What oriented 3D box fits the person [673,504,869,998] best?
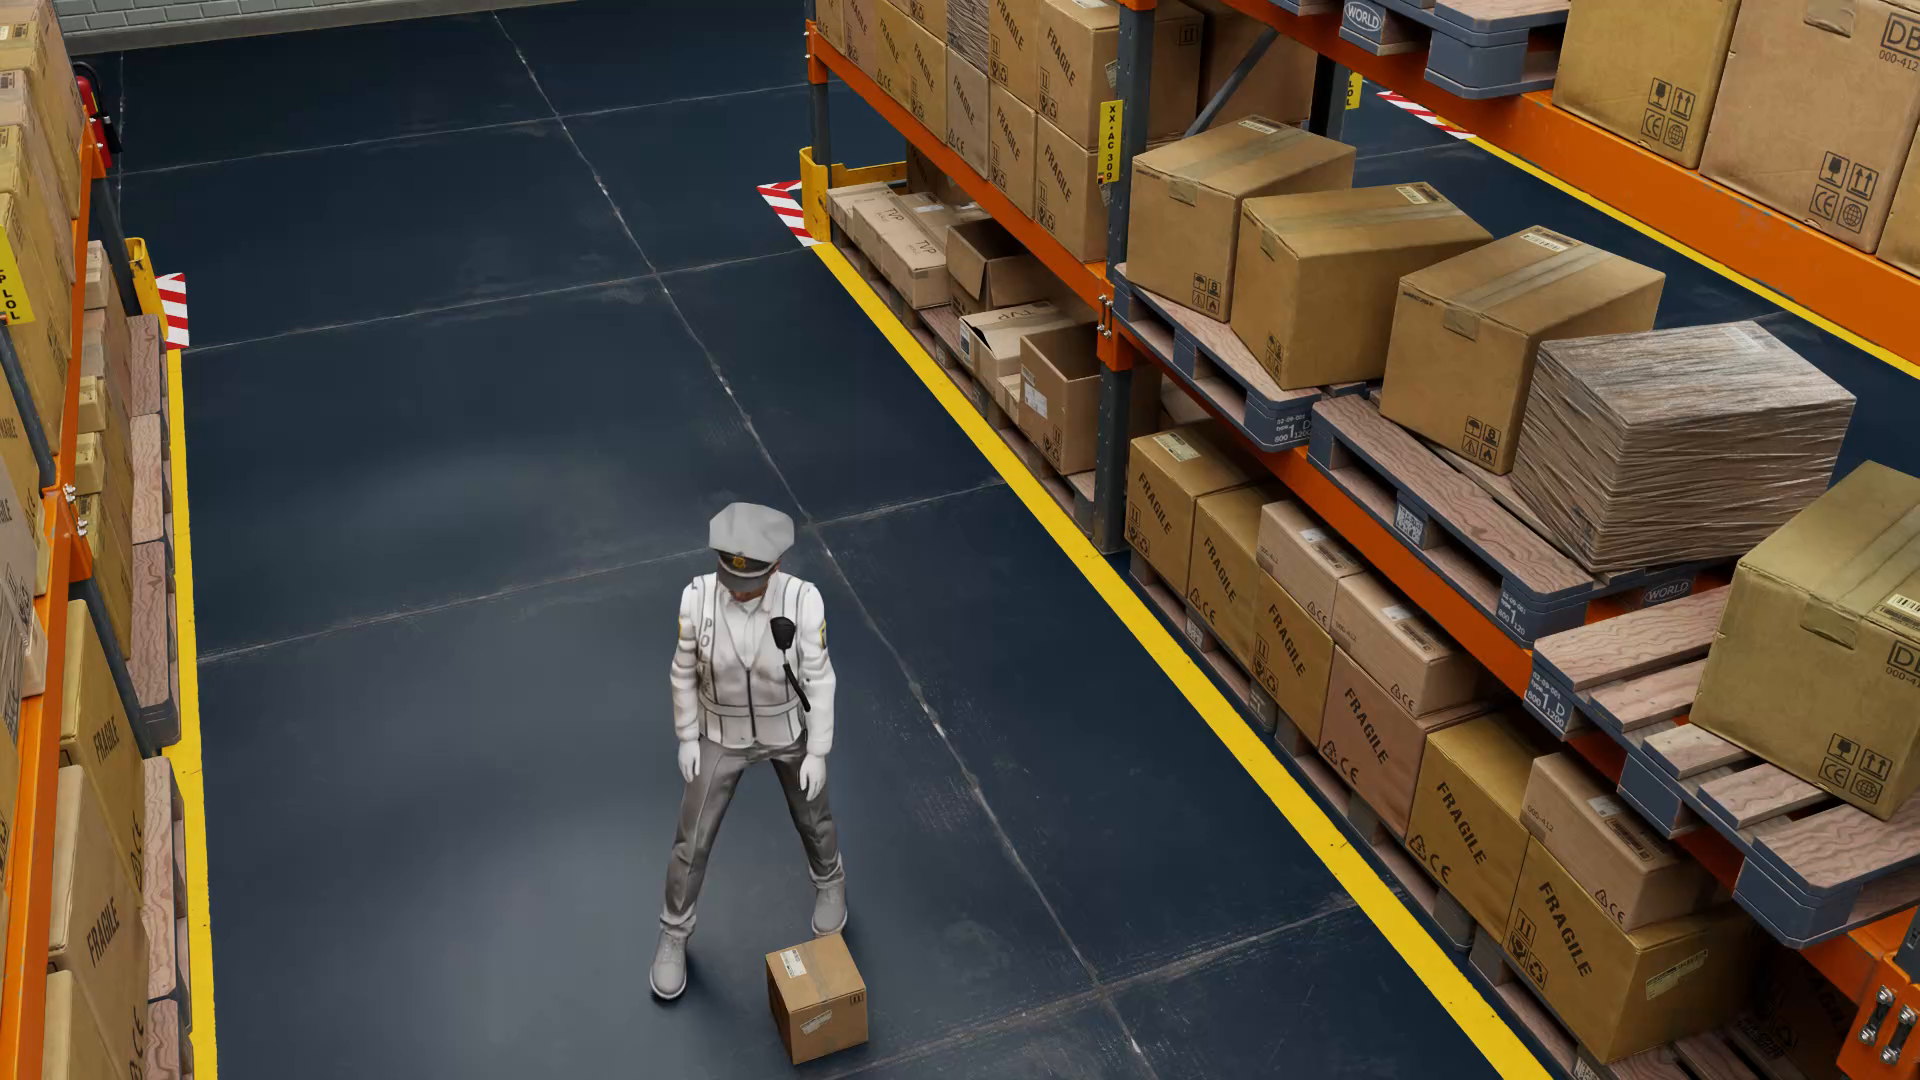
[{"bbox_3d":[-0.616,0.619,5.204,0.642,1.688,0.553,-6,34,-9],"label":"person"}]
